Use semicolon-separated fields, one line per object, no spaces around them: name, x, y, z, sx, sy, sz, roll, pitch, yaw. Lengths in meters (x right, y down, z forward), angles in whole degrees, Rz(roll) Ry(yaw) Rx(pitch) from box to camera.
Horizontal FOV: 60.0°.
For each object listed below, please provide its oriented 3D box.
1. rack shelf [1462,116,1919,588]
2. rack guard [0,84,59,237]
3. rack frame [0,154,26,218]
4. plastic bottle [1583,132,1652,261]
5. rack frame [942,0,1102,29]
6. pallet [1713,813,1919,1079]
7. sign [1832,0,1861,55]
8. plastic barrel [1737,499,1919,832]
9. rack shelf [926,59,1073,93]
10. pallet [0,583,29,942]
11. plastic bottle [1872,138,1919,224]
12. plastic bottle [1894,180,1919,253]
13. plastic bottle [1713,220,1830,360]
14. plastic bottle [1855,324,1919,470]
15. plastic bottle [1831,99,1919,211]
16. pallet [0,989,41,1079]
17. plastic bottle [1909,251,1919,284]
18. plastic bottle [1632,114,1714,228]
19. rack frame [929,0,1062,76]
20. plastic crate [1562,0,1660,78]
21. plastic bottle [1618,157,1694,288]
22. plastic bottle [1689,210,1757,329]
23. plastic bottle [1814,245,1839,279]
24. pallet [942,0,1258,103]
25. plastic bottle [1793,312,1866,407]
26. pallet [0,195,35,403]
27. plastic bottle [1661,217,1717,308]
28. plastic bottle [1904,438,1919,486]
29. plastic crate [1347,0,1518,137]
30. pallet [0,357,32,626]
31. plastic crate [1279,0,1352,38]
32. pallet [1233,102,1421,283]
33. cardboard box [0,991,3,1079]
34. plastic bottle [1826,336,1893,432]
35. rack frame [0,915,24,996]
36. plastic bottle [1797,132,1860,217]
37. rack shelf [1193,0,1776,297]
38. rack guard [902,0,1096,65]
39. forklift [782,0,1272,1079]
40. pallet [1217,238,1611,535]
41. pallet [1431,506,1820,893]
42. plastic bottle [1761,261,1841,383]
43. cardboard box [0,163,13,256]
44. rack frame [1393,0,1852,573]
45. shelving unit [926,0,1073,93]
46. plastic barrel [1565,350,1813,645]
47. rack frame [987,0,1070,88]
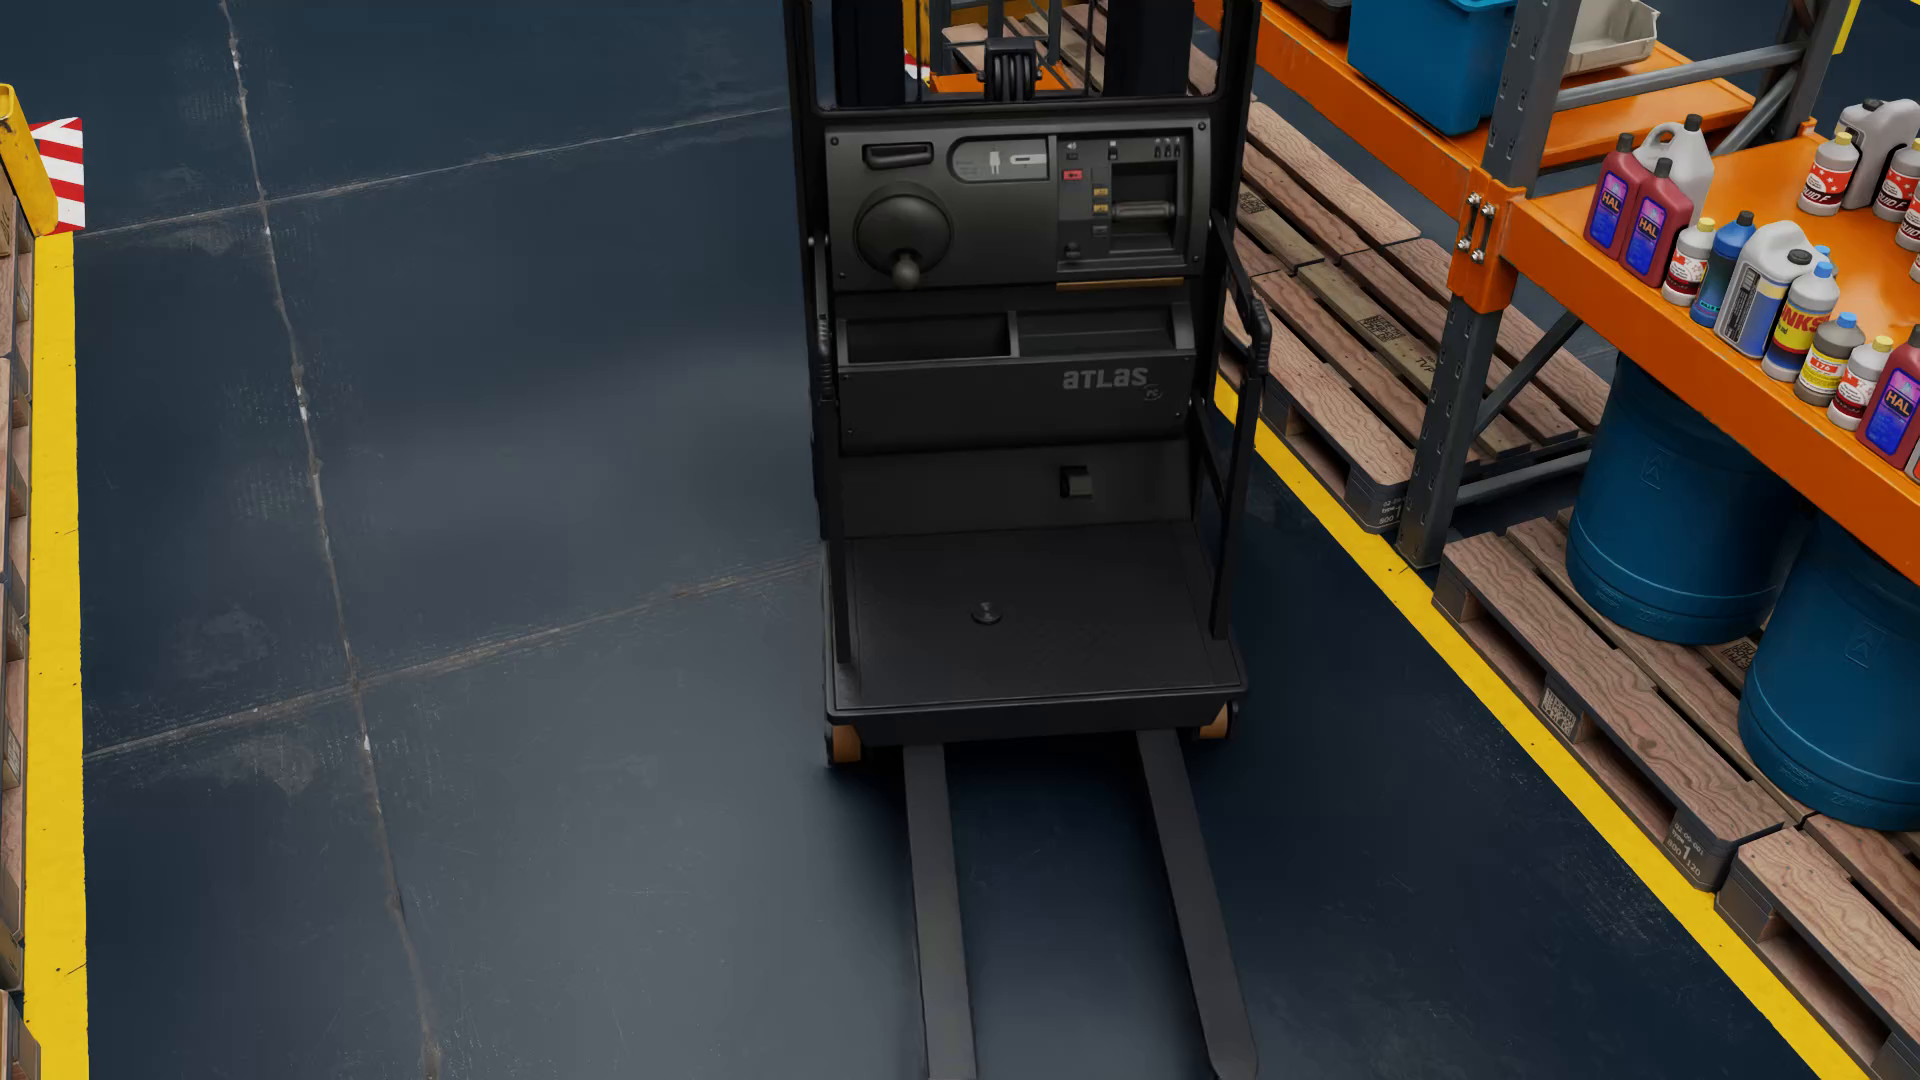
rack shelf;2.611;0.279;3.177;1.077;0.370;4.000;-15;43;-17
rack guard;-4.233;-1.382;6.473;1.175;0.500;0.348;-15;43;-17
rack frame;-4.262;-2.375;5.711;1.000;3.000;0.127;-15;43;-17
plastic bottle;1.592;-0.827;4.001;0.061;0.283;0.133;-15;43;-17
rack frame;0.316;-3.609;7.146;1.000;3.000;0.127;-15;43;-17
pallet;2.574;1.070;3.844;1.003;0.211;1.213;-15;43;-17
sign;2.355;-1.440;4.412;0.100;0.325;0.005;-15;43;-17
plastic barrel;2.310;0.196;4.009;0.600;0.901;0.708;-15;43;-17
rack shelf;0.234;-1.423;6.030;0.538;0.185;1.000;-7;41;-9
pallet;-2.994;0.678;4.300;1.003;0.211;1.213;-15;43;-17
plastic bottle;2.365;-0.904;4.153;0.097;0.201;0.097;0;41;0
plastic bottle;2.360;-0.808;4.042;0.097;0.201;0.097;0;41;0
plastic bottle;1.811;-0.558;3.693;0.152;0.276;0.135;-15;43;-17
plastic bottle;1.932;-0.292;3.379;0.061;0.283;0.133;-15;43;-17
plastic bottle;2.296;-0.995;4.202;0.152;0.276;0.135;-15;43;-17
pallet;-2.385;1.572;3.260;1.003;0.211;1.213;-15;43;-17
plastic bottle;2.327;-0.704;3.921;0.097;0.201;0.097;0;41;0
plastic bottle;1.697;-0.863;3.991;0.144;0.351;0.185;-15;43;-17
rack frame;0.133;-1.884;6.291;0.500;1.500;0.032;-7;41;-9
plastic crate;1.800;-1.438;4.778;0.396;0.136;0.243;-15;43;-17
plastic bottle;1.643;-0.747;3.908;0.061;0.283;0.133;-15;43;-17
plastic bottle;1.742;-0.619;3.768;0.097;0.271;0.097;0;41;0
plastic bottle;1.919;-0.572;3.767;0.097;0.201;0.097;0;41;0
pallet;0.595;-2.045;7.466;1.003;0.211;1.213;-15;43;-17
plastic bottle;1.868;-0.394;3.560;0.097;0.201;0.097;0;41;0
pallet;-3.927;-0.792;6.009;1.003;0.211;1.213;-15;43;-17
plastic bottle;1.704;-0.651;3.859;0.097;0.201;0.097;0;41;0
plastic bottle;2.026;-0.220;3.301;0.152;0.276;0.135;-15;43;-17
plastic crate;1.352;-1.412;4.557;0.392;0.384;0.575;-15;43;-17
pallet;-3.464;-0.058;5.156;1.003;0.211;1.213;-15;43;-17
plastic crate;1.170;-1.725;5.120;0.437;0.125;0.590;-15;43;-17
pallet;1.058;-1.311;6.613;1.003;0.211;1.213;-15;43;-17
cardboard box;-2.278;1.041;3.318;0.500;0.500;0.500;-15;43;-17
plastic bottle;1.905;-0.335;3.492;0.097;0.201;0.097;0;41;0
rack frame;-2.732;0.035;2.909;1.000;3.000;0.127;-15;43;-17
plastic bottle;2.188;-0.925;4.177;0.097;0.201;0.097;0;41;0
rack shelf;1.081;-2.131;5.979;1.077;0.370;4.000;-15;43;-17
rack guard;0.295;-2.672;7.974;1.175;0.500;0.348;-15;43;-17
forklift;0.165;-0.736;3.858;1.130;2.935;3.031;-3;41;-4
pallet;1.529;-0.575;5.757;1.003;0.211;1.213;-15;43;-17
pallet;2.103;0.334;4.700;1.003;0.211;1.213;-15;43;-17
plastic bottle;1.830;-0.479;3.605;0.097;0.271;0.097;0;41;0
cardboard box;-3.826;-1.328;6.073;0.500;0.500;0.500;-15;43;-17
rack frame;1.846;-1.199;4.344;1.000;3.000;0.127;-15;43;-17
shelving unit;0.232;-1.565;5.920;0.587;1.500;1.083;-7;41;-9
plastic barrel;2.039;-0.231;4.505;0.600;0.901;0.708;-15;43;-17
rack frame;0.334;-1.234;5.535;0.500;1.500;0.032;-7;41;-9
